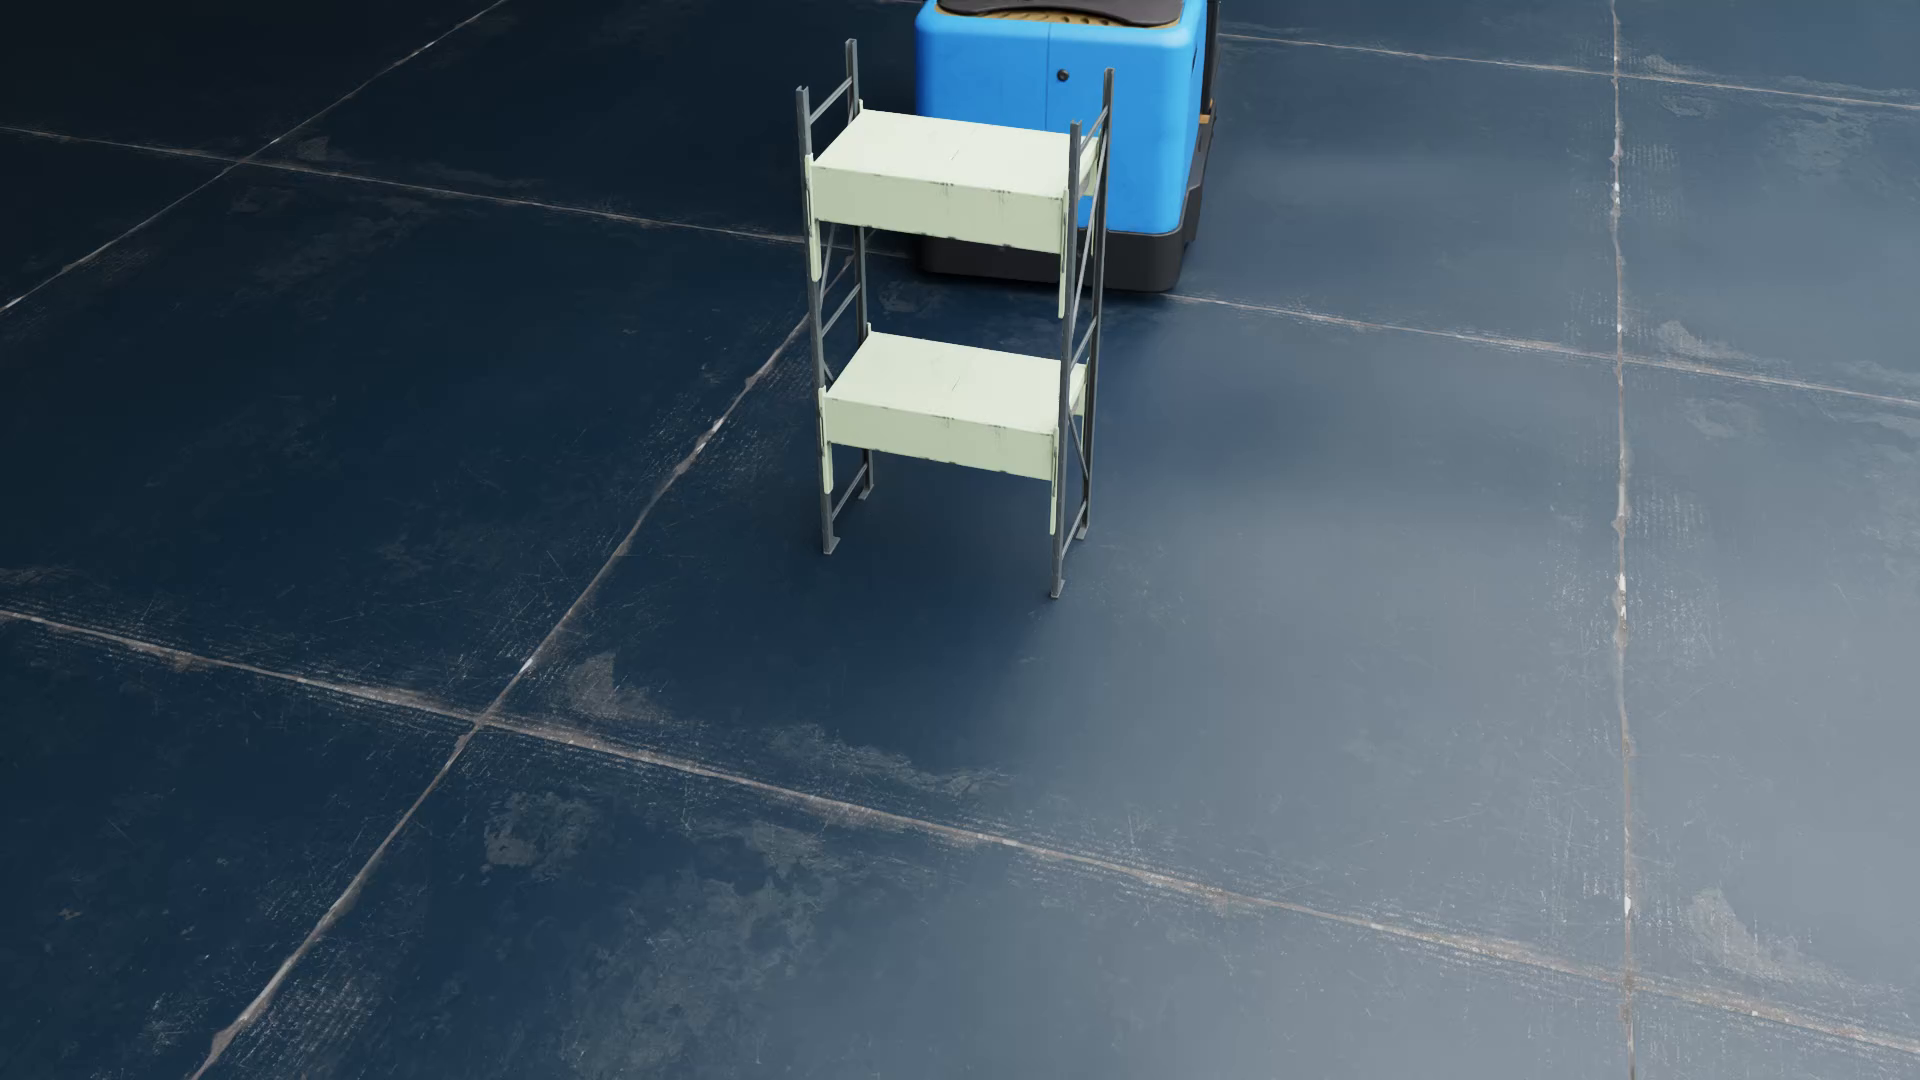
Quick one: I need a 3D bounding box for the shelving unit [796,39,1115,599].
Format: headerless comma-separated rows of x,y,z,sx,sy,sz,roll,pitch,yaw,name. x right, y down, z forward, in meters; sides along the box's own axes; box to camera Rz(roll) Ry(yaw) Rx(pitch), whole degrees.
-0.006,-0.605,4.807,0.755,1.500,0.431,10,38,14,shelving unit

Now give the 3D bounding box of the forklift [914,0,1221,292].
0.605,-3.011,6.869,1.130,2.935,3.031,7,37,9,forklift

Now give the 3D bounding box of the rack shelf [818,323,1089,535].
-0.006,-0.343,5.000,0.720,0.370,0.431,10,38,14,rack shelf

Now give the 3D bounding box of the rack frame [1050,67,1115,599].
0.343,-0.541,4.719,0.023,1.500,0.400,10,38,14,rack frame

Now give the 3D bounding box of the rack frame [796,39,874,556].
-0.356,-0.670,4.895,0.023,1.500,0.400,10,38,14,rack frame

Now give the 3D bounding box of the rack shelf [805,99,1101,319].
-0.006,-0.919,4.576,0.720,0.370,0.431,10,38,14,rack shelf
